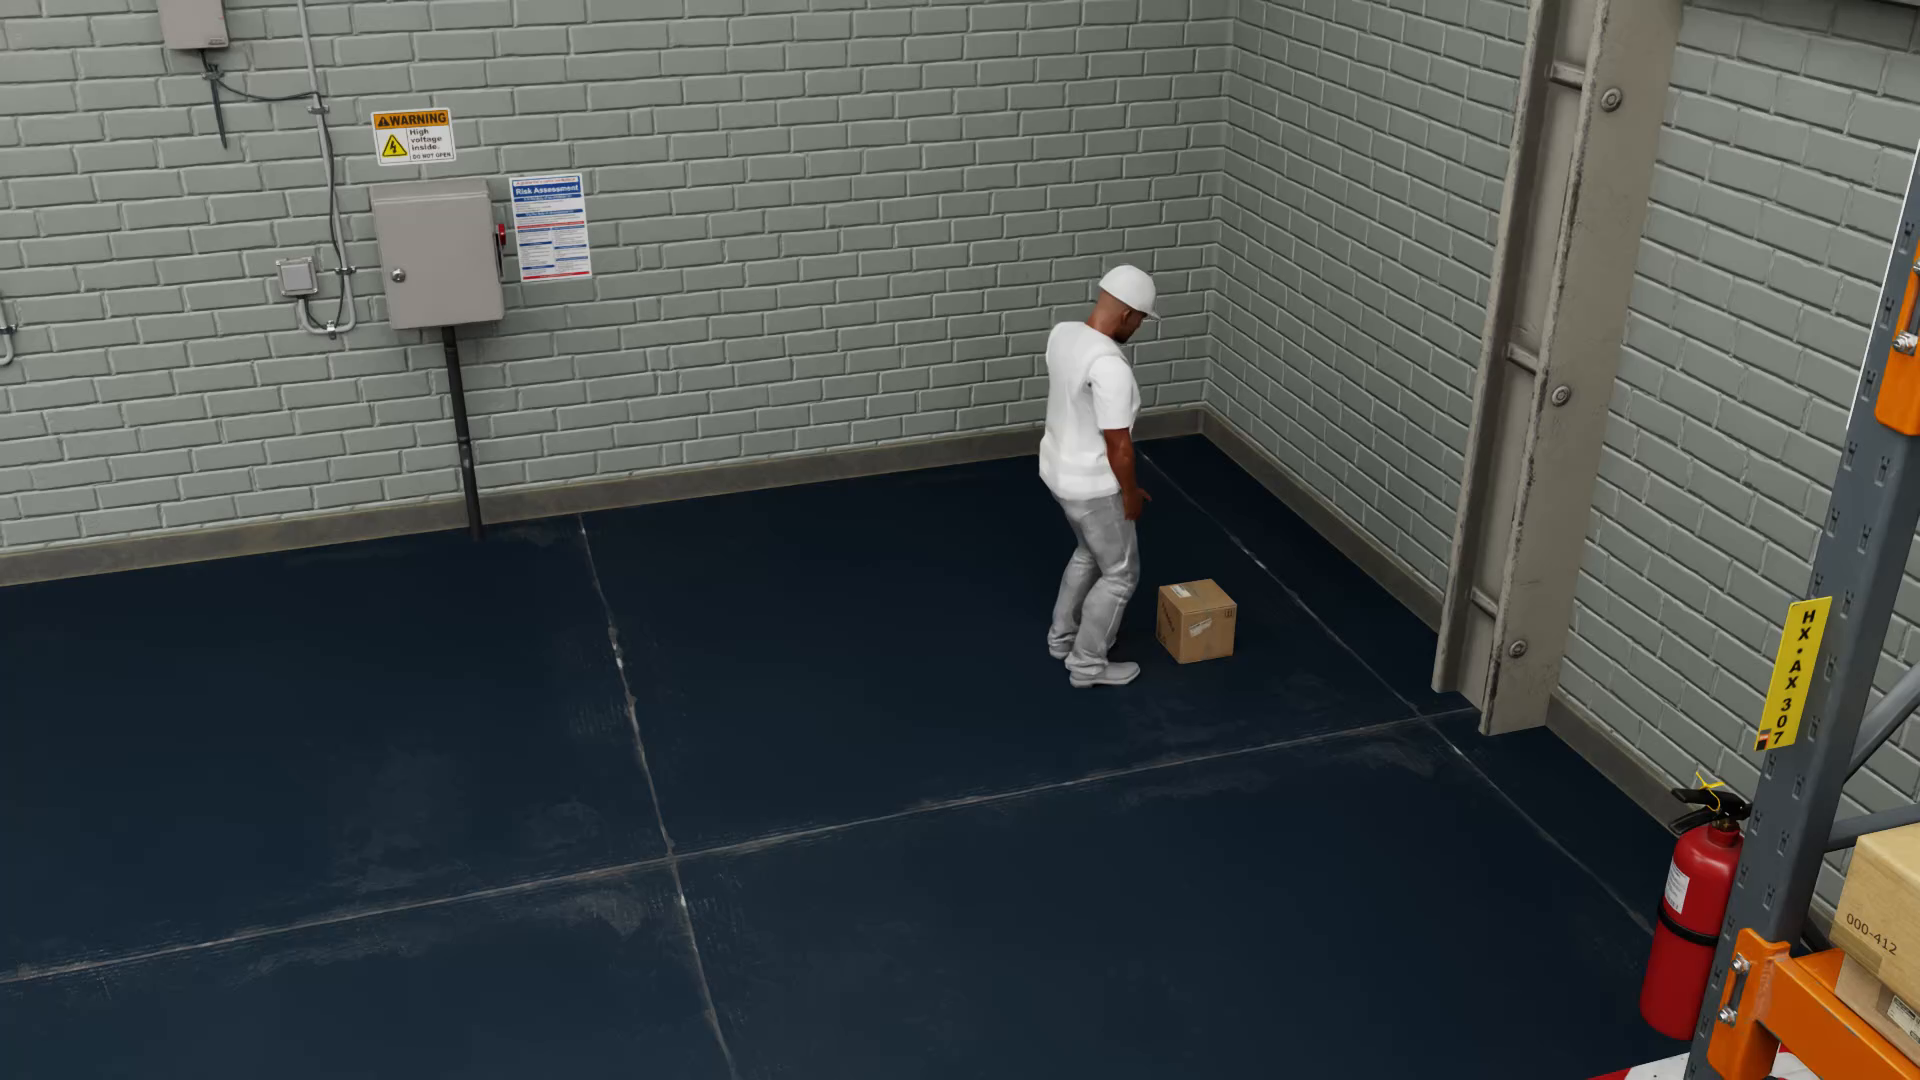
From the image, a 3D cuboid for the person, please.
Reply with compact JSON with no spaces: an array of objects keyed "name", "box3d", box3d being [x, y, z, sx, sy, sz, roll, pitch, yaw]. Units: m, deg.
[{"name":"person","box3d":[0.554,-0.258,6.670,0.453,1.718,0.591,-7,27,-15]}]
